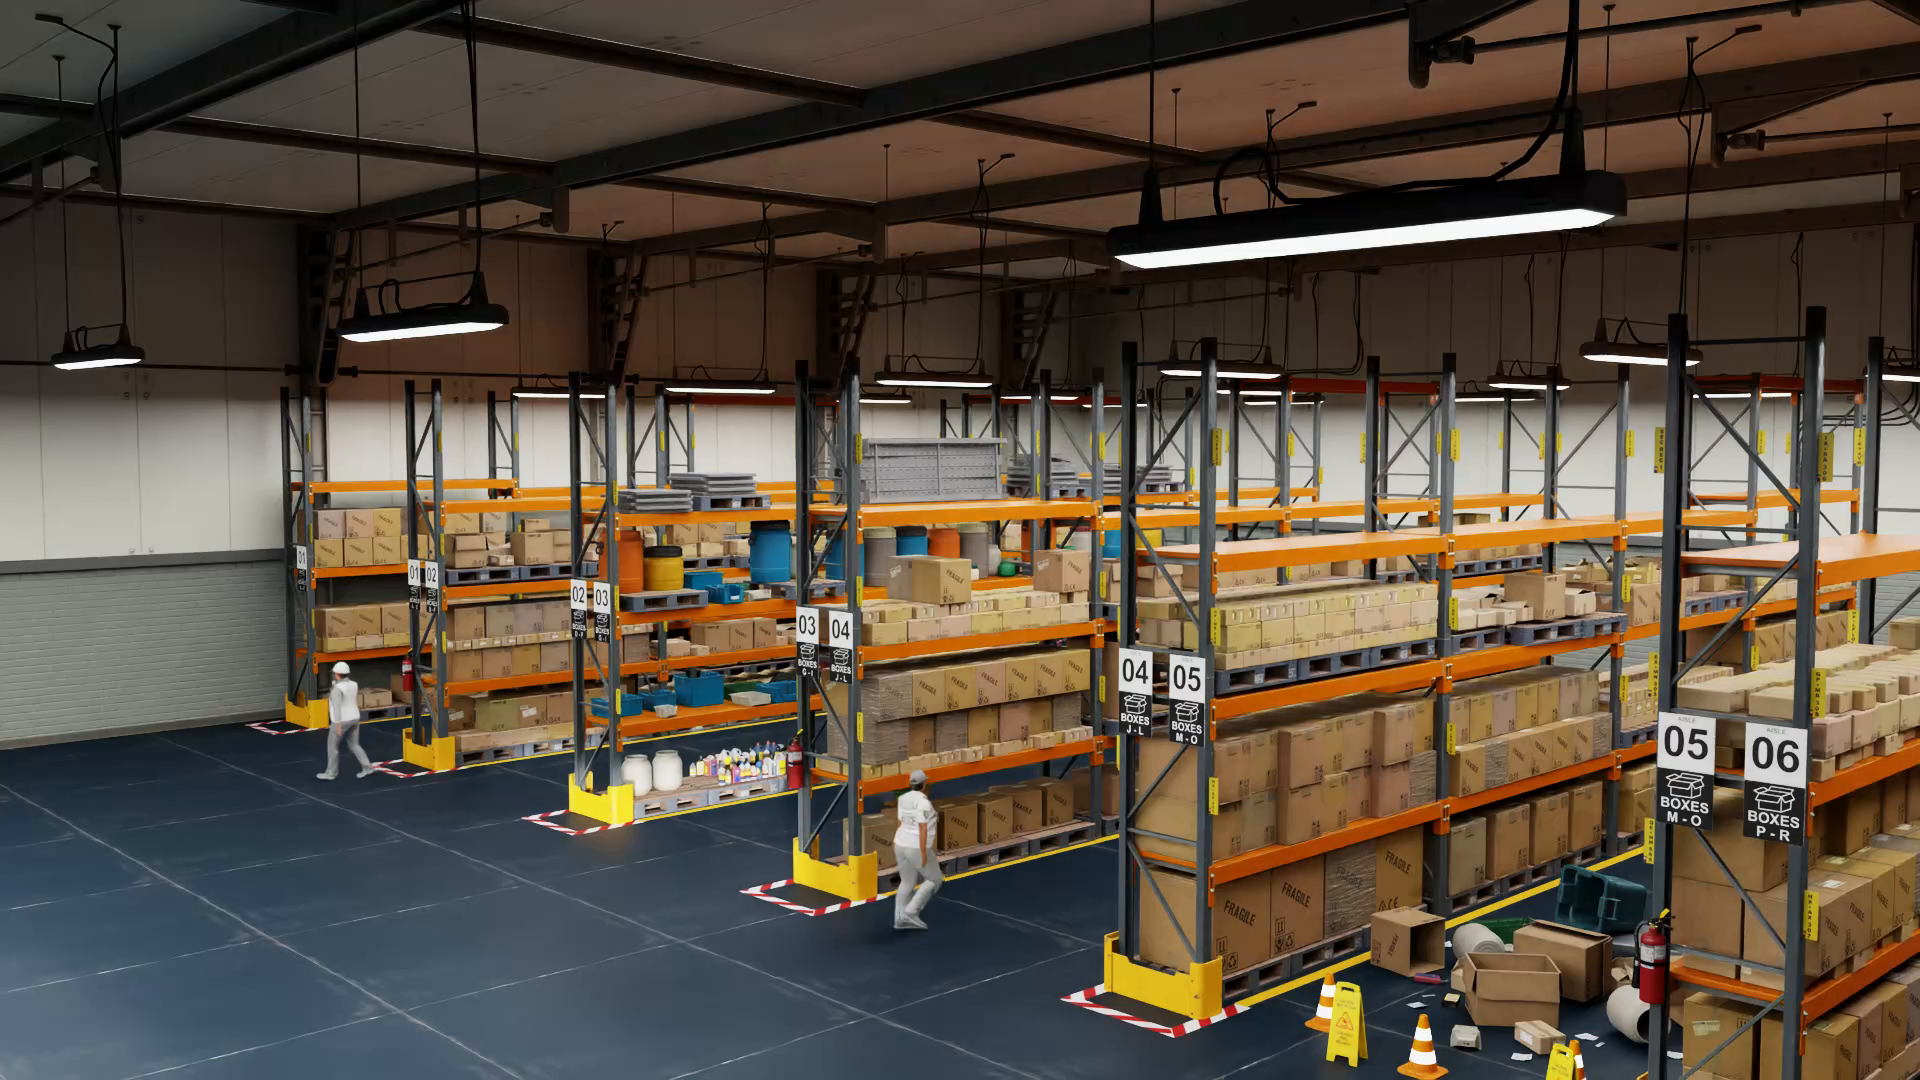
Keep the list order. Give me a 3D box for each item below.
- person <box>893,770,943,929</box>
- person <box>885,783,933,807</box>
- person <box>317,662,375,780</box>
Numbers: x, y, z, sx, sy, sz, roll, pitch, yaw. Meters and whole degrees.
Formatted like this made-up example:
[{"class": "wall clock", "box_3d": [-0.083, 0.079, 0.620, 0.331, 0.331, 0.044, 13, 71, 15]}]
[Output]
[{"class": "person", "box_3d": [-0.462, 3.223, 17.315, 0.448, 1.650, 0.522, -2, 4, -32]}, {"class": "person", "box_3d": [-0.776, 2.815, 23.165, 0.745, 1.748, 0.610, -1, 4, -21]}, {"class": "person", "box_3d": [-9.171, 2.698, 24.824, 0.807, 1.762, 0.533, 2, 4, 23]}]
